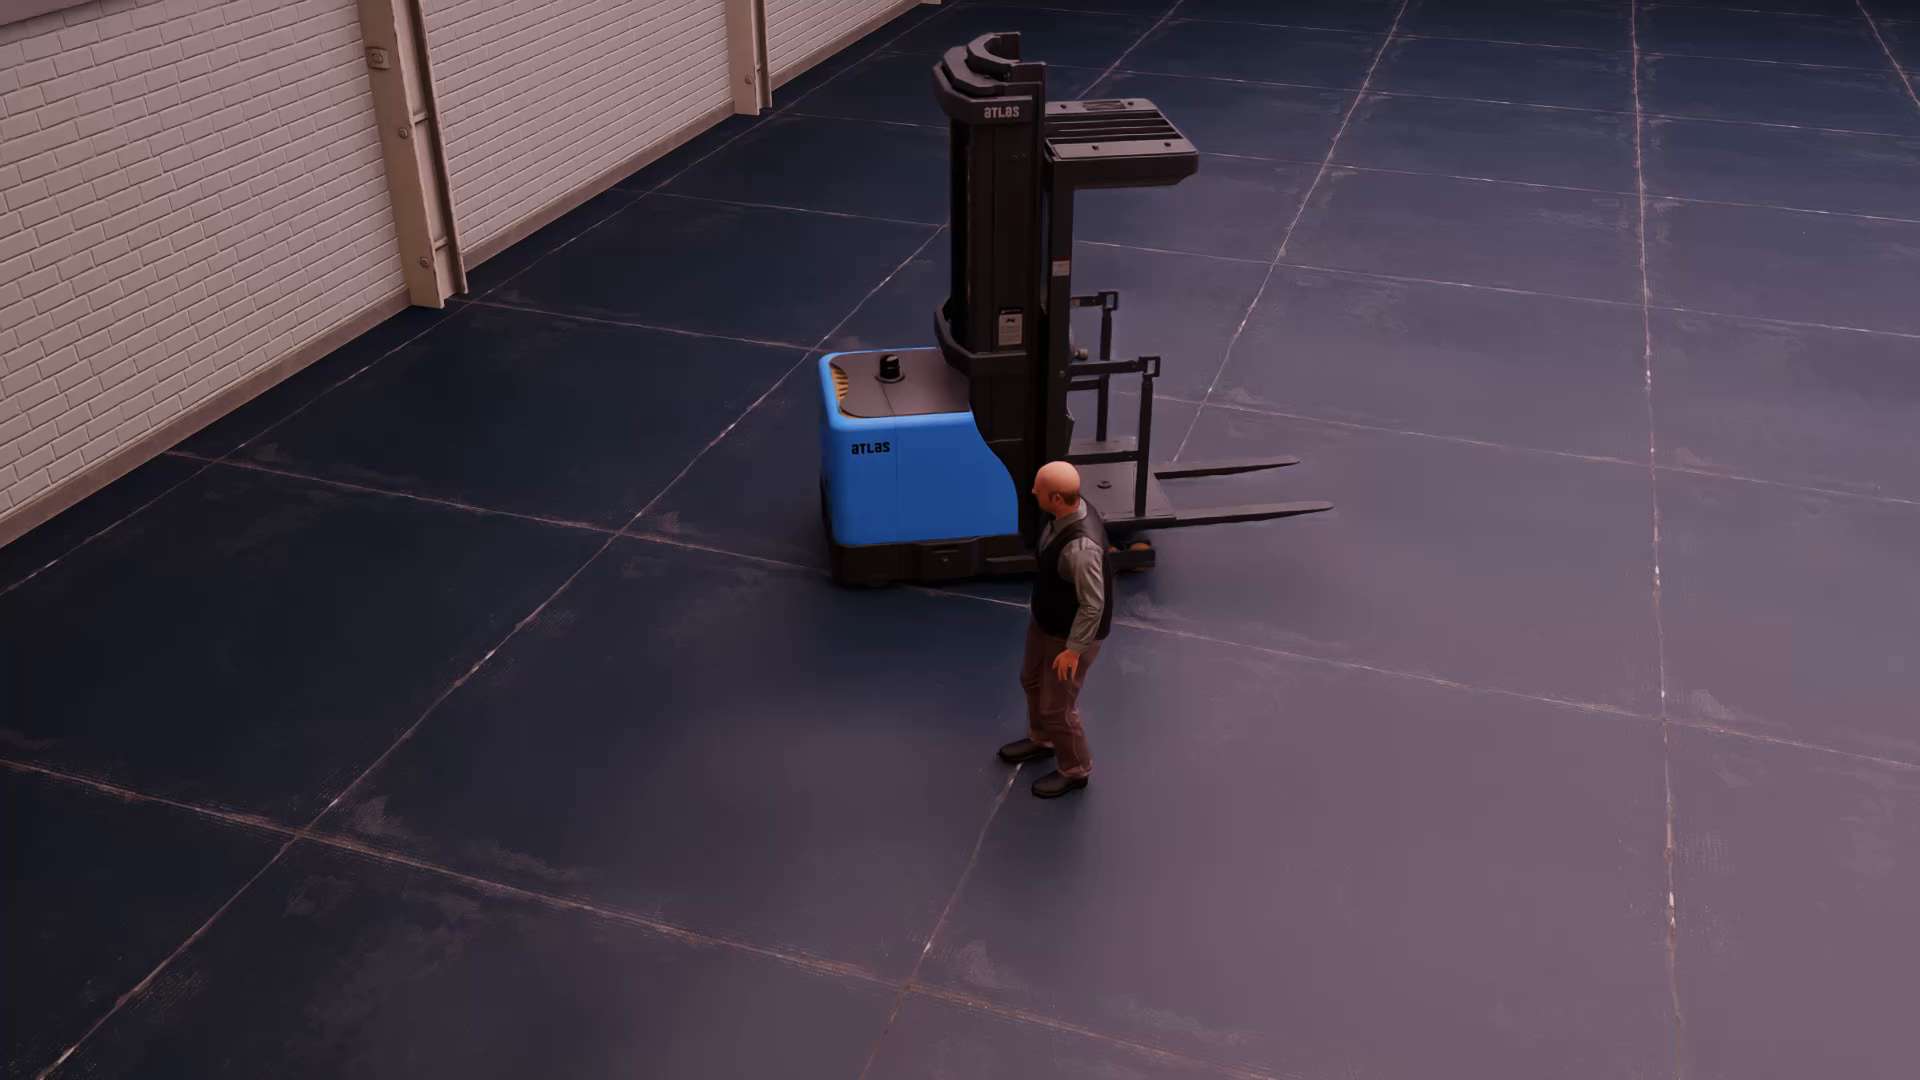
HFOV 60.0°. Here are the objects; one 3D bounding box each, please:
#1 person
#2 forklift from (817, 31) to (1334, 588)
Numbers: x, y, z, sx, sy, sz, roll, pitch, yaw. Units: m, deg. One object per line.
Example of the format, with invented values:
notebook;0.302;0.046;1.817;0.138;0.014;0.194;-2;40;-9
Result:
person;0.456;0.392;7.677;0.466;1.716;0.665;-6;30;-11
forklift;0.702;-1.327;9.465;3.031;2.935;1.130;-4;30;-8
